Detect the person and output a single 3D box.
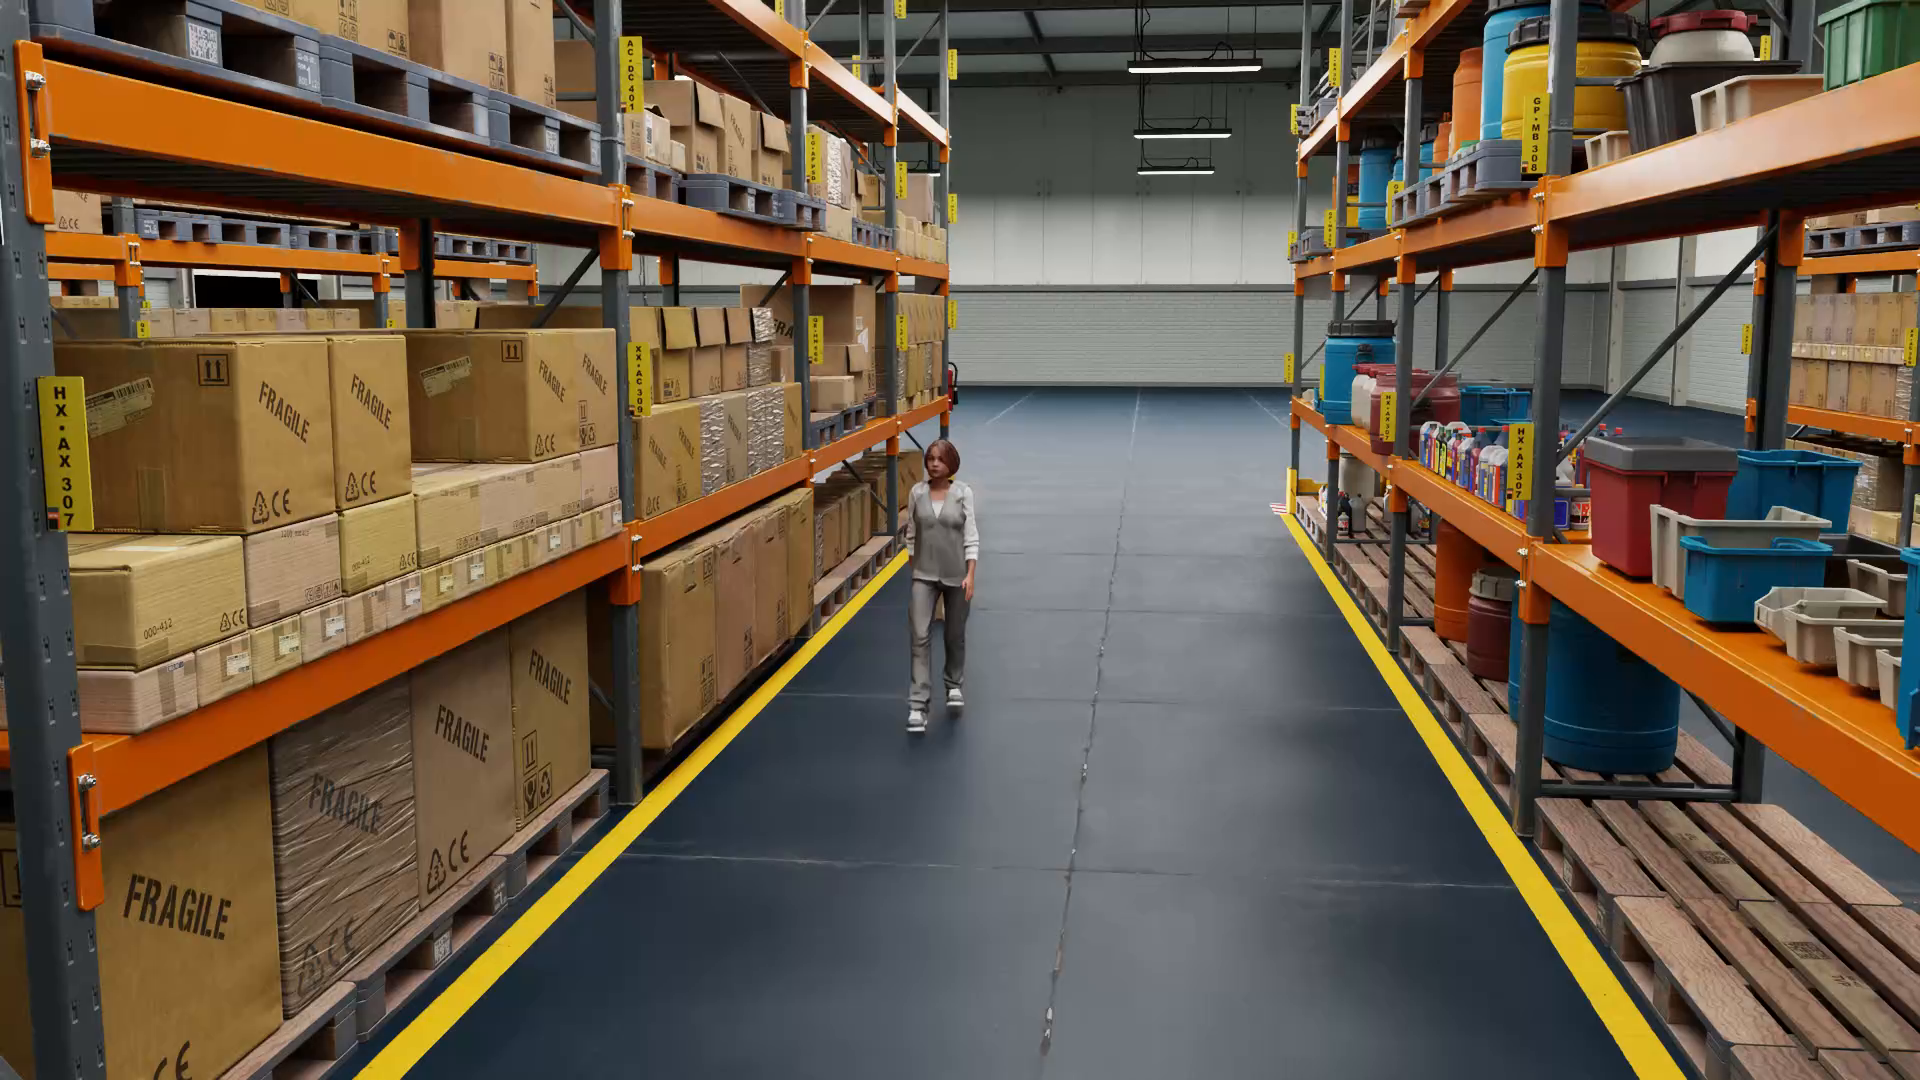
[{"bbox_3d":[-0.103,0.270,9.137,0.419,1.447,0.920,0,8,4],"label":"person"}]
